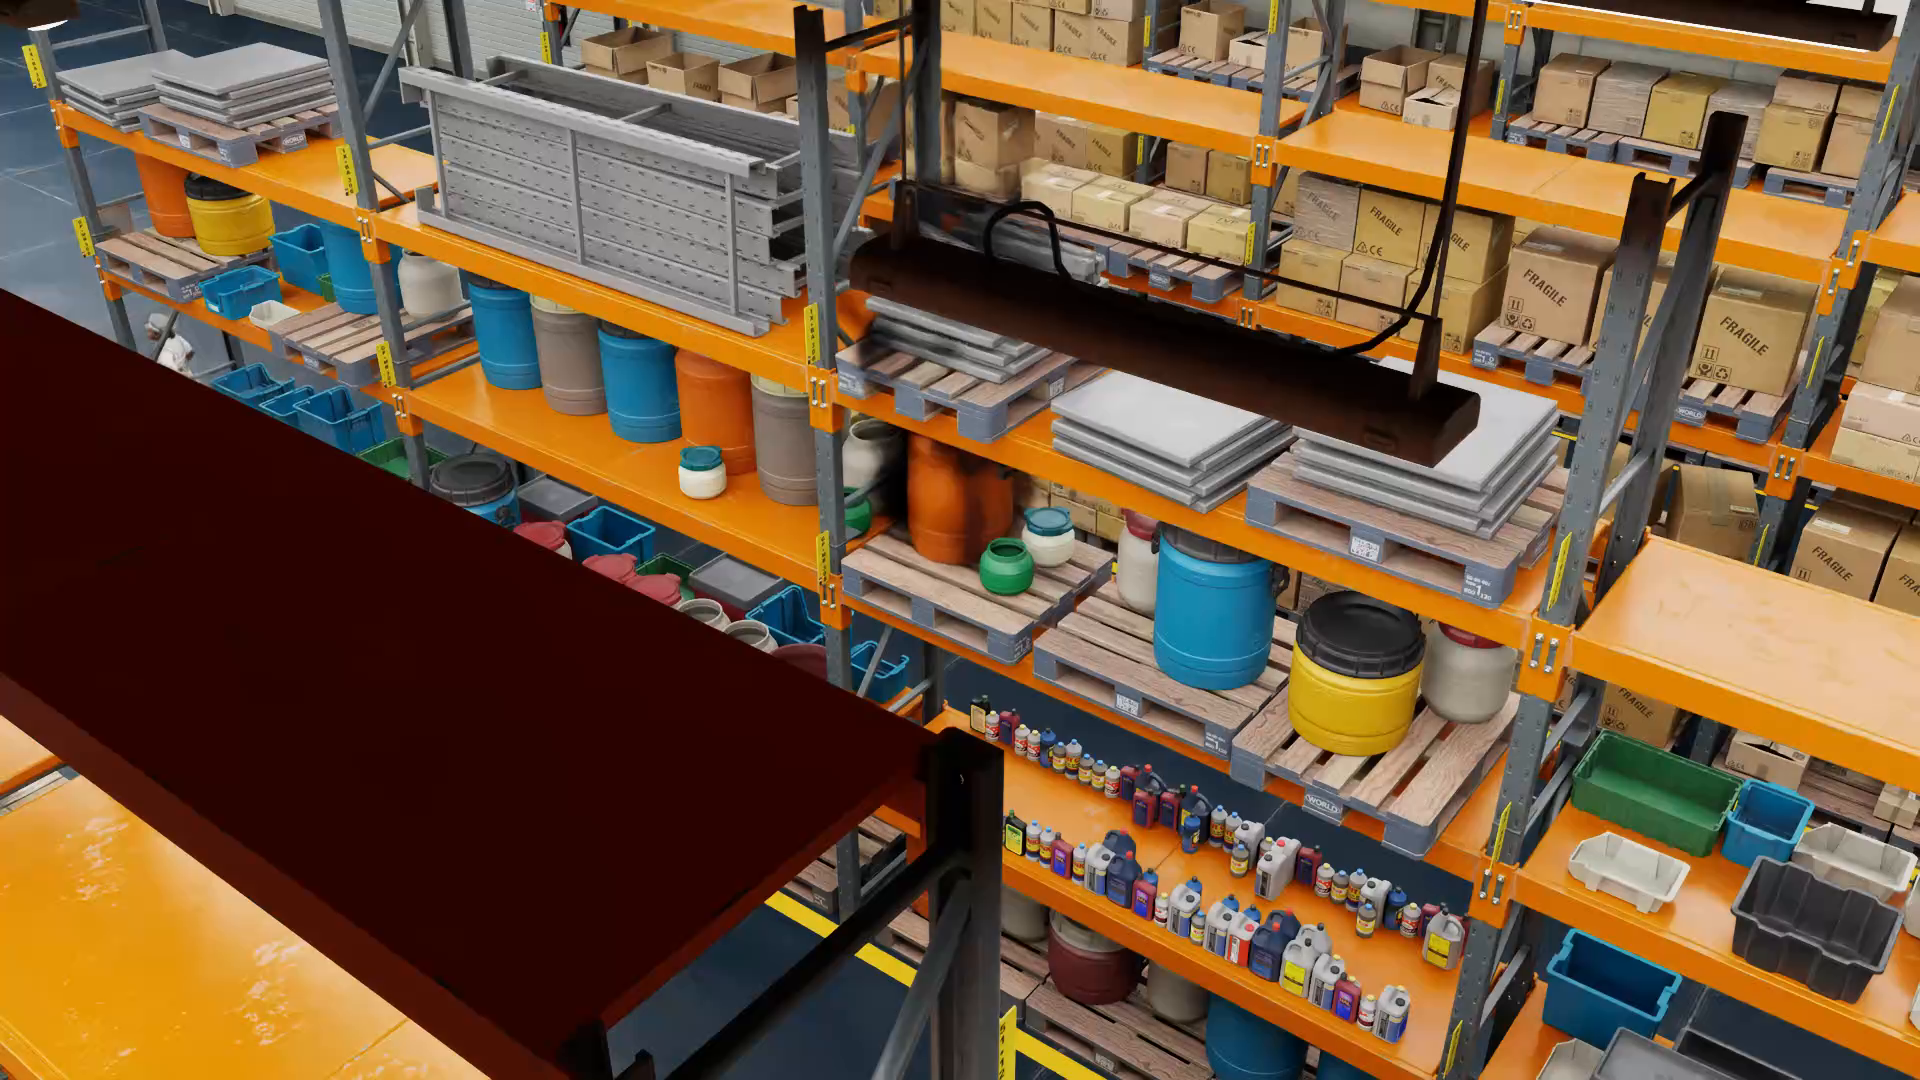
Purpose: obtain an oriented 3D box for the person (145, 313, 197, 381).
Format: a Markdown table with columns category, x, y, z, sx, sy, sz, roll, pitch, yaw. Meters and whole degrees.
| category | x | y | z | sx | sy | sz | roll | pitch | yaw |
| --- | --- | --- | --- | --- | --- | --- | --- | --- | --- |
| person | -7.489 | -1.420 | 16.057 | 0.533 | 1.676 | 0.583 | -5 | 32 | -8 |
